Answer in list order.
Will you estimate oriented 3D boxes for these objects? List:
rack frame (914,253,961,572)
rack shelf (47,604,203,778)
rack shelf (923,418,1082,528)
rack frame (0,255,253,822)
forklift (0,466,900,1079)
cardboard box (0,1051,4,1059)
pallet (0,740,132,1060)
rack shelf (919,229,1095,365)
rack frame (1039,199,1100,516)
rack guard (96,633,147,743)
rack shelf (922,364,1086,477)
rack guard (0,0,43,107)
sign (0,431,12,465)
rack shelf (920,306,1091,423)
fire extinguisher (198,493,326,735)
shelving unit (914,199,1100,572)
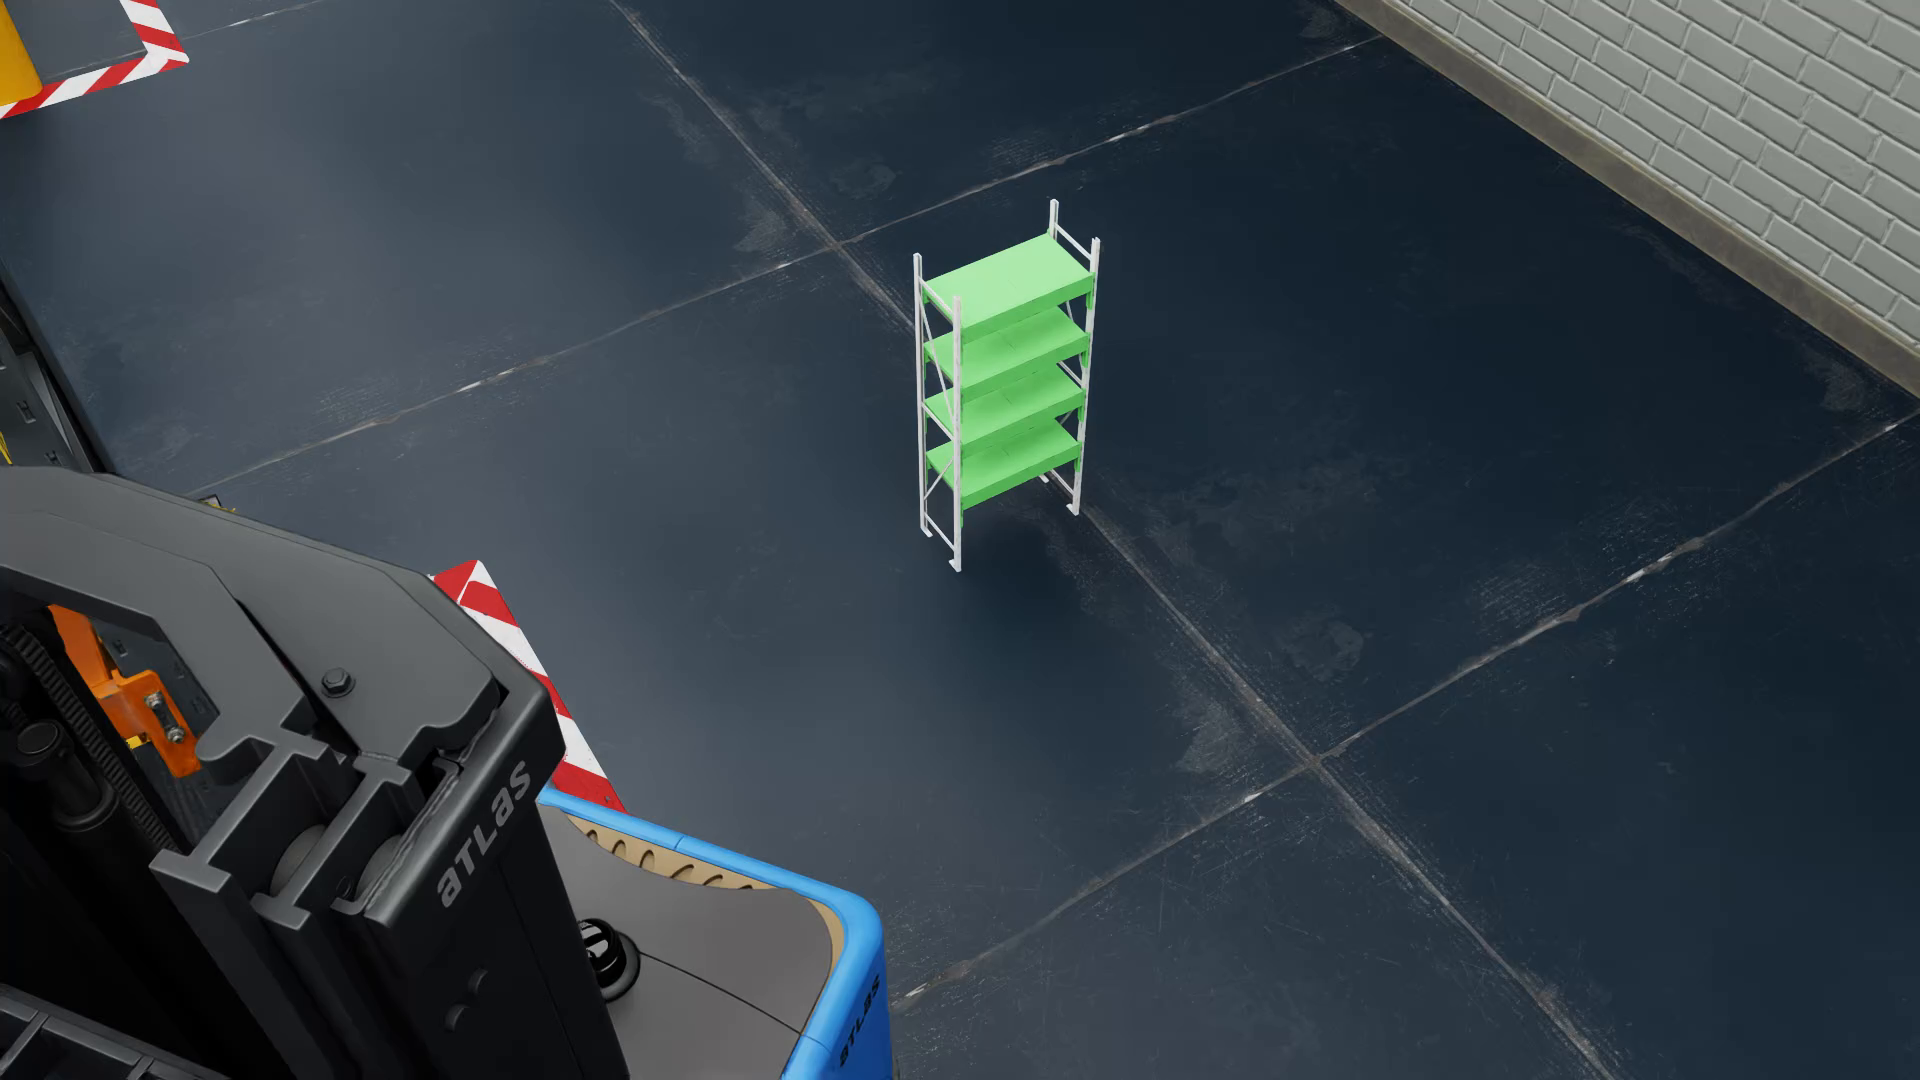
[{"bbox_3d":[-0.066,-0.368,5.274,0.015,1.200,0.240,-25,53,-21],"label":"rack frame"},{"bbox_3d":[-3.763,0.889,3.431,4.000,0.370,1.077,-25,53,-21],"label":"rack shelf"},{"bbox_3d":[0.140,-0.263,5.588,0.480,0.148,0.258,-25,53,-21],"label":"rack shelf"},{"bbox_3d":[-2.072,-0.147,3.872,0.127,3.000,1.000,-25,53,-21],"label":"rack frame"},{"bbox_3d":[-1.154,1.431,2.513,1.130,2.935,3.031,16,50,14],"label":"forklift"},{"bbox_3d":[-2.569,1.169,4.328,0.250,0.149,0.380,-24,52,-20],"label":"cardboard box"},{"bbox_3d":[-2.842,1.112,4.618,1.213,0.211,1.003,-25,53,-21],"label":"pallet"},{"bbox_3d":[0.140,-0.742,5.050,0.480,0.148,0.258,-25,53,-21],"label":"rack shelf"},{"bbox_3d":[0.346,-0.562,5.447,0.015,1.200,0.240,-25,53,-21],"label":"rack frame"},{"bbox_3d":[-2.136,0.715,4.779,0.348,0.500,1.175,-25,53,-21],"label":"rack guard"},{"bbox_3d":[0.140,-0.422,5.408,0.480,0.148,0.258,-25,53,-21],"label":"rack shelf"},{"bbox_3d":[-4.612,-2.498,7.640,0.348,0.500,1.175,-25,53,-21],"label":"rack guard"},{"bbox_3d":[-1.792,-0.279,3.003,0.005,0.325,0.100,-25,53,-21],"label":"sign"},{"bbox_3d":[0.140,-0.582,5.229,0.480,0.148,0.258,-25,53,-21],"label":"rack shelf"},{"bbox_3d":[-1.612,0.194,3.870,0.183,0.674,0.296,-25,53,-21],"label":"fire extinguisher"},{"bbox_3d":[0.140,-0.465,5.361,0.503,1.200,0.258,-25,53,-21],"label":"shelving unit"}]
